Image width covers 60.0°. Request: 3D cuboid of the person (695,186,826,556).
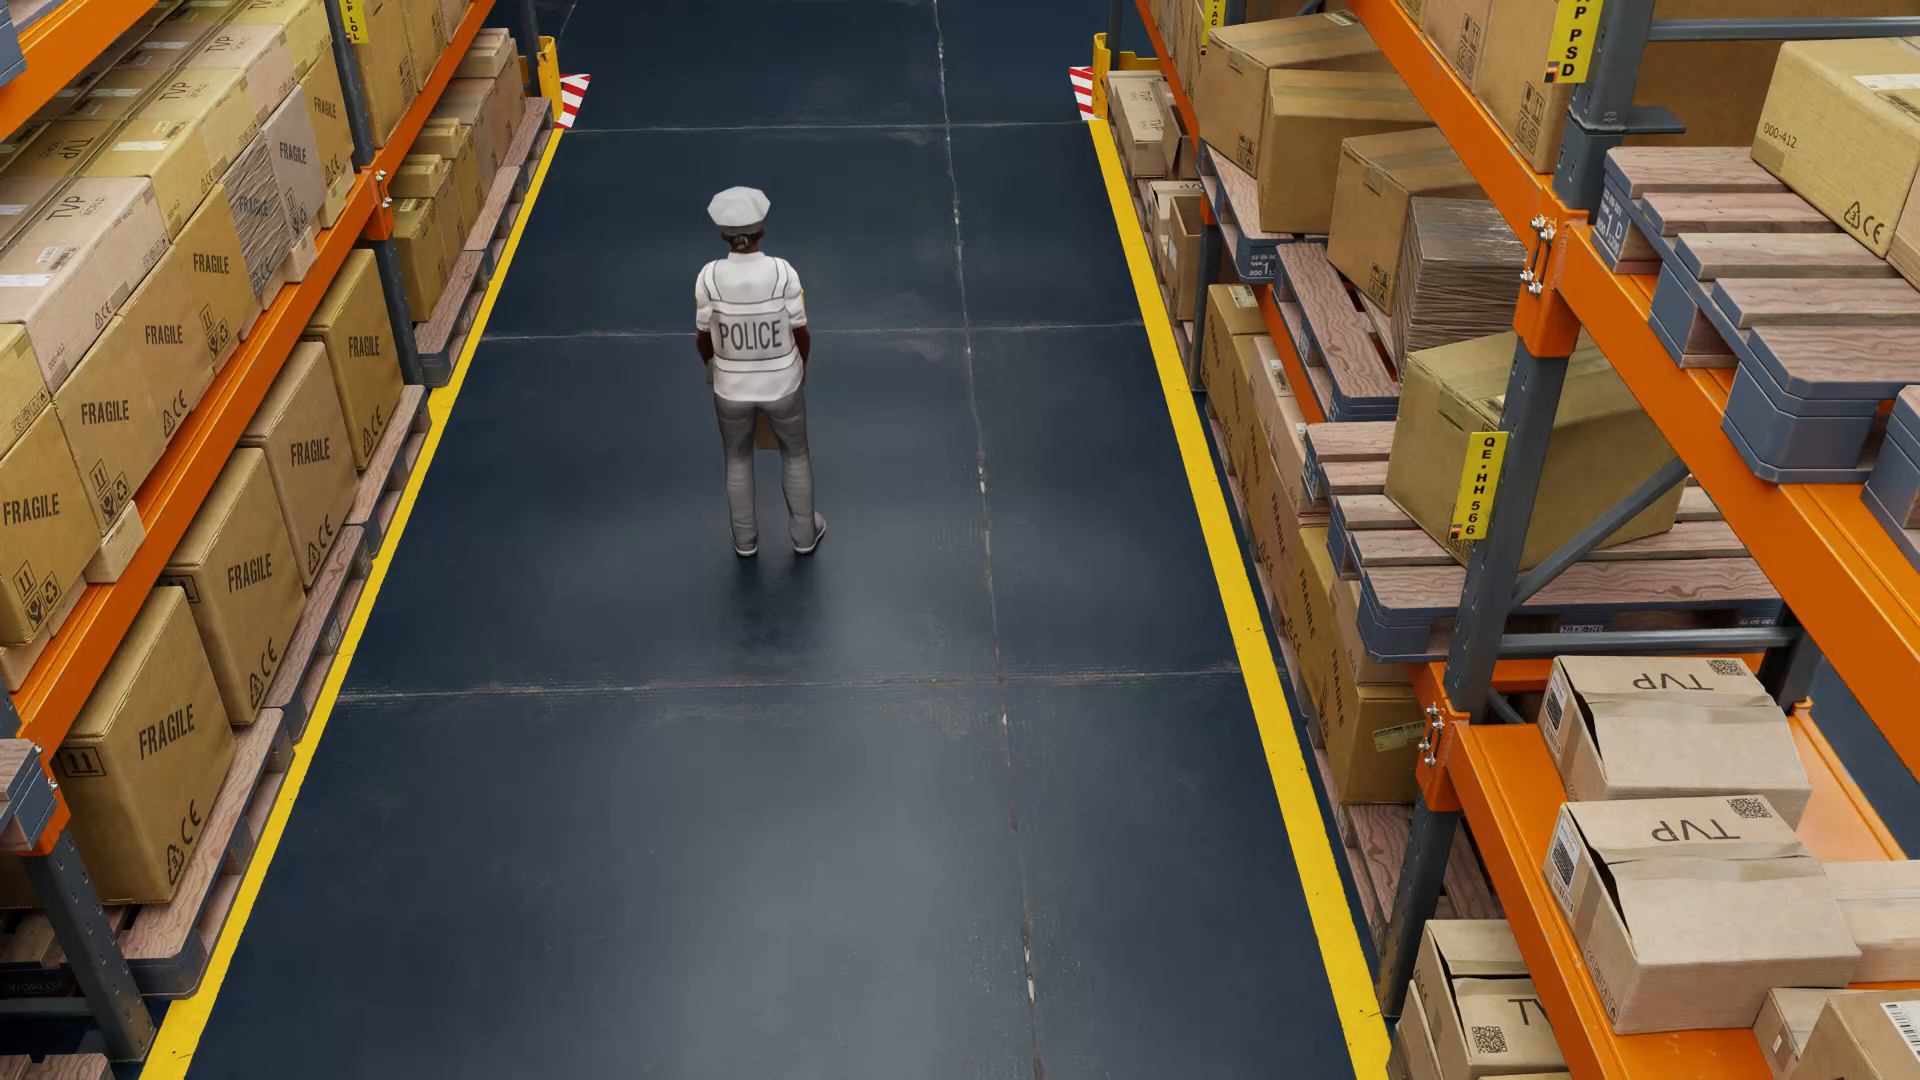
[{"bbox_3d":[-0.854,-0.664,7.067,0.492,1.672,0.370,-2,36,-3],"label":"person"}]
